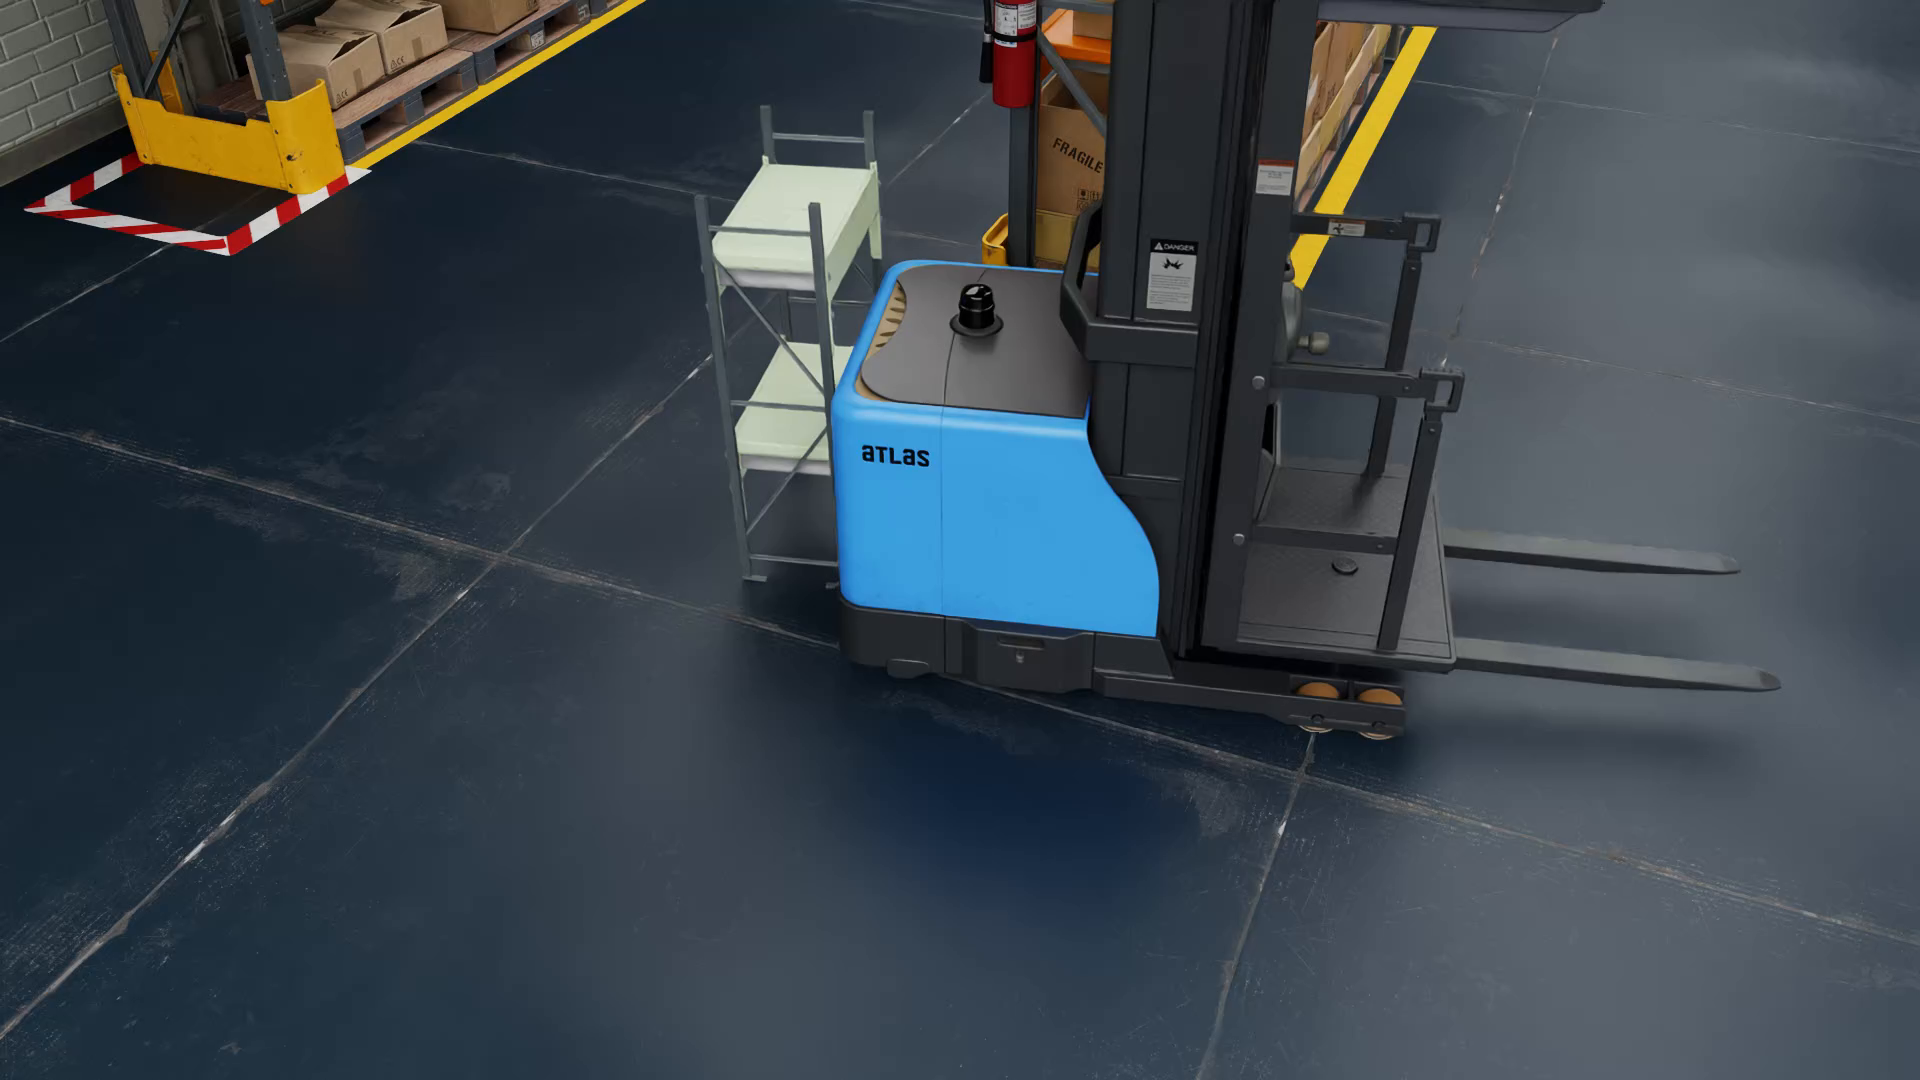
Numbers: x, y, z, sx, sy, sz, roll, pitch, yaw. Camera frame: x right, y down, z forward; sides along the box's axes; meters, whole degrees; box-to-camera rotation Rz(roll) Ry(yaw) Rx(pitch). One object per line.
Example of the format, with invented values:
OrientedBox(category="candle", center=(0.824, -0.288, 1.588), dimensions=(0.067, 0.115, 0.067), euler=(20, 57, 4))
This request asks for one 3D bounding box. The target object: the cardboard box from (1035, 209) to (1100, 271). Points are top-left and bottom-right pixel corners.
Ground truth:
OrientedBox(category="cardboard box", center=(0.621, -1.478, 7.668), dimensions=(0.500, 0.250, 0.500), euler=(14, 39, 18))

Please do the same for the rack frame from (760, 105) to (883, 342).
OrientedBox(category="rack frame", center=(-0.476, -0.878, 6.163), dimensions=(0.400, 1.500, 0.023), euler=(5, 37, 9))

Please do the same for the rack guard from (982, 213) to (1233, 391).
OrientedBox(category="rack guard", center=(0.681, -1.032, 7.214), dimensions=(1.175, 0.500, 0.348), euler=(14, 39, 18))

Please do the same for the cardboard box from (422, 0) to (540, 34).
OrientedBox(category="cardboard box", center=(-3.003, -3.421, 10.042), dimensions=(0.700, 0.500, 0.500), euler=(11, 38, 15))

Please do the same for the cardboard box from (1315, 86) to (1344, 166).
OrientedBox(category="cardboard box", center=(1.673, -2.190, 8.620), dimensions=(0.500, 0.250, 0.500), euler=(14, 39, 18))

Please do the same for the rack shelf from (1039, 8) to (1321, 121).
OrientedBox(category="rack shelf", center=(1.451, -2.866, 8.180), dimensions=(1.077, 0.370, 4.000), euler=(14, 39, 18))

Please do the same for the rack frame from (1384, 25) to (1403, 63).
OrientedBox(category="rack frame", center=(2.212, -4.261, 9.446), dimensions=(1.000, 3.000, 0.127), euler=(14, 39, 18))

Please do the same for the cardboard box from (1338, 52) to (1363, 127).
OrientedBox(category="cardboard box", center=(1.862, -2.467, 8.991), dimensions=(0.500, 0.250, 0.500), euler=(14, 39, 18))

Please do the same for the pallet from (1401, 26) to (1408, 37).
OrientedBox(category="pallet", center=(2.457, -3.561, 10.838), dimensions=(1.003, 0.211, 1.213), euler=(14, 39, 18))

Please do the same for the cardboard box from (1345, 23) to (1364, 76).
OrientedBox(category="cardboard box", center=(1.850, -2.770, 8.770), dimensions=(0.500, 0.500, 0.500), euler=(14, 39, 18))

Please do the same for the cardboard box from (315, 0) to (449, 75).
OrientedBox(category="cardboard box", center=(-3.329, -2.951, 9.571), dimensions=(0.500, 0.311, 0.500), euler=(17, 40, 21))

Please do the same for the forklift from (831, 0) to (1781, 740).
OrientedBox(category="forklift", center=(1.155, -0.872, 4.968), dimensions=(3.031, 2.935, 1.130), euler=(6, 37, 7))

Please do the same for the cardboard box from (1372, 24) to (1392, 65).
OrientedBox(category="cardboard box", center=(2.238, -3.022, 9.733), dimensions=(0.500, 0.250, 0.500), euler=(14, 39, 18))

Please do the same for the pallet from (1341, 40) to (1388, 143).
OrientedBox(category="pallet", center=(1.871, -2.714, 9.704), dimensions=(1.003, 0.211, 1.213), euler=(14, 39, 18))

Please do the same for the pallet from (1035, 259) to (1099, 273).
OrientedBox(category="pallet", center=(0.943, -1.363, 7.897), dimensions=(1.003, 0.211, 1.213), euler=(14, 39, 18))

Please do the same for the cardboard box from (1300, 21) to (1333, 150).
OrientedBox(category="cardboard box", center=(1.467, -2.217, 8.031), dimensions=(0.500, 0.500, 0.500), euler=(14, 39, 18))

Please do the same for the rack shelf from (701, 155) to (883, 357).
OrientedBox(category="rack shelf", center=(-0.552, -0.976, 5.642), dimensions=(0.431, 0.370, 0.720), euler=(5, 37, 9))

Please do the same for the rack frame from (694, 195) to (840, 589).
OrientedBox(category="rack frame", center=(-0.611, -0.447, 5.586), dimensions=(0.400, 1.500, 0.023), euler=(5, 37, 9))

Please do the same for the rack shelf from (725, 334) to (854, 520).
OrientedBox(category="rack shelf", center=(-0.536, -0.400, 6.068), dimensions=(0.431, 0.370, 0.720), euler=(5, 37, 9))

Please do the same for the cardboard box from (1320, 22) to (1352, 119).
OrientedBox(category="cardboard box", center=(1.673, -2.490, 8.396), dimensions=(0.500, 0.500, 0.500), euler=(14, 39, 18))

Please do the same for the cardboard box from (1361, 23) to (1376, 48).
OrientedBox(category="cardboard box", center=(2.037, -3.048, 9.142), dimensions=(0.500, 0.500, 0.500), euler=(14, 39, 18))

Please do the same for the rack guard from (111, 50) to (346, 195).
OrientedBox(category="rack guard", center=(-3.863, -2.214, 8.795), dimensions=(1.175, 0.500, 0.348), euler=(14, 39, 18))

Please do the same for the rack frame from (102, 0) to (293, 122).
OrientedBox(category="rack frame", center=(-3.892, -3.173, 7.990), dimensions=(1.000, 3.000, 0.127), euler=(14, 39, 18))

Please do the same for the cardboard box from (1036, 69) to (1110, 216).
OrientedBox(category="cardboard box", center=(0.619, -1.779, 7.444), dimensions=(0.500, 0.500, 0.500), euler=(14, 39, 18))

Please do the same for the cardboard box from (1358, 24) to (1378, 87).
OrientedBox(category="cardboard box", center=(2.039, -2.747, 9.366), dimensions=(0.500, 0.250, 0.500), euler=(14, 39, 18))

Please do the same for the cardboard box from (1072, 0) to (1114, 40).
OrientedBox(category="cardboard box", center=(0.880, -2.342, 6.795), dimensions=(0.700, 0.500, 0.500), euler=(14, 39, 18))

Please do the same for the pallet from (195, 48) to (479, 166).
OrientedBox(category="pallet", center=(-3.521, -2.540, 9.472), dimensions=(1.003, 0.211, 1.213), euler=(14, 39, 18))

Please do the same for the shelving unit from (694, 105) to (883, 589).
OrientedBox(category="shelving unit", center=(-0.543, -0.662, 5.874), dimensions=(0.431, 1.500, 0.755), euler=(5, 37, 9))

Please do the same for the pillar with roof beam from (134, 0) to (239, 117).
OrientedBox(category="pillar with roof beam", center=(-0.444, -5.180, 5.664), dimensions=(9.100, 9.000, 0.400), euler=(14, 39, 18))

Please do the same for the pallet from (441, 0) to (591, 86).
OrientedBox(category="pallet", center=(-3.056, -3.213, 10.373), dimensions=(1.003, 0.211, 1.213), euler=(14, 39, 18))

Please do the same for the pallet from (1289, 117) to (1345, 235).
OrientedBox(category="pallet", center=(1.408, -2.036, 8.798), dimensions=(1.003, 0.211, 1.213), euler=(14, 39, 18))

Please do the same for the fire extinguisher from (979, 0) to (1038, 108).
OrientedBox(category="fire extinguisher", center=(0.216, -2.056, 6.560), dimensions=(0.296, 0.674, 0.183), euler=(14, 39, 18))

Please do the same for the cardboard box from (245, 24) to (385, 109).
OrientedBox(category="cardboard box", center=(-3.546, -2.635, 9.148), dimensions=(0.500, 0.311, 0.500), euler=(10, 38, 13))

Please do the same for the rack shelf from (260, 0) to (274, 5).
OrientedBox(category="rack shelf", center=(-3.131, -3.992, 9.687), dimensions=(1.077, 0.370, 4.000), euler=(14, 39, 18))

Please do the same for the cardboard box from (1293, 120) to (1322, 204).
OrientedBox(category="cardboard box", center=(1.478, -1.914, 8.252), dimensions=(0.500, 0.250, 0.500), euler=(14, 39, 18))

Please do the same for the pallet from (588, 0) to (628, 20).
OrientedBox(category="pallet", center=(-2.593, -3.891, 11.279), dimensions=(1.003, 0.211, 1.213), euler=(14, 39, 18))

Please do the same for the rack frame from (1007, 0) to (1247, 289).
OrientedBox(category="rack frame", center=(0.691, -2.047, 6.483), dimensions=(1.000, 3.000, 0.127), euler=(14, 39, 18))
